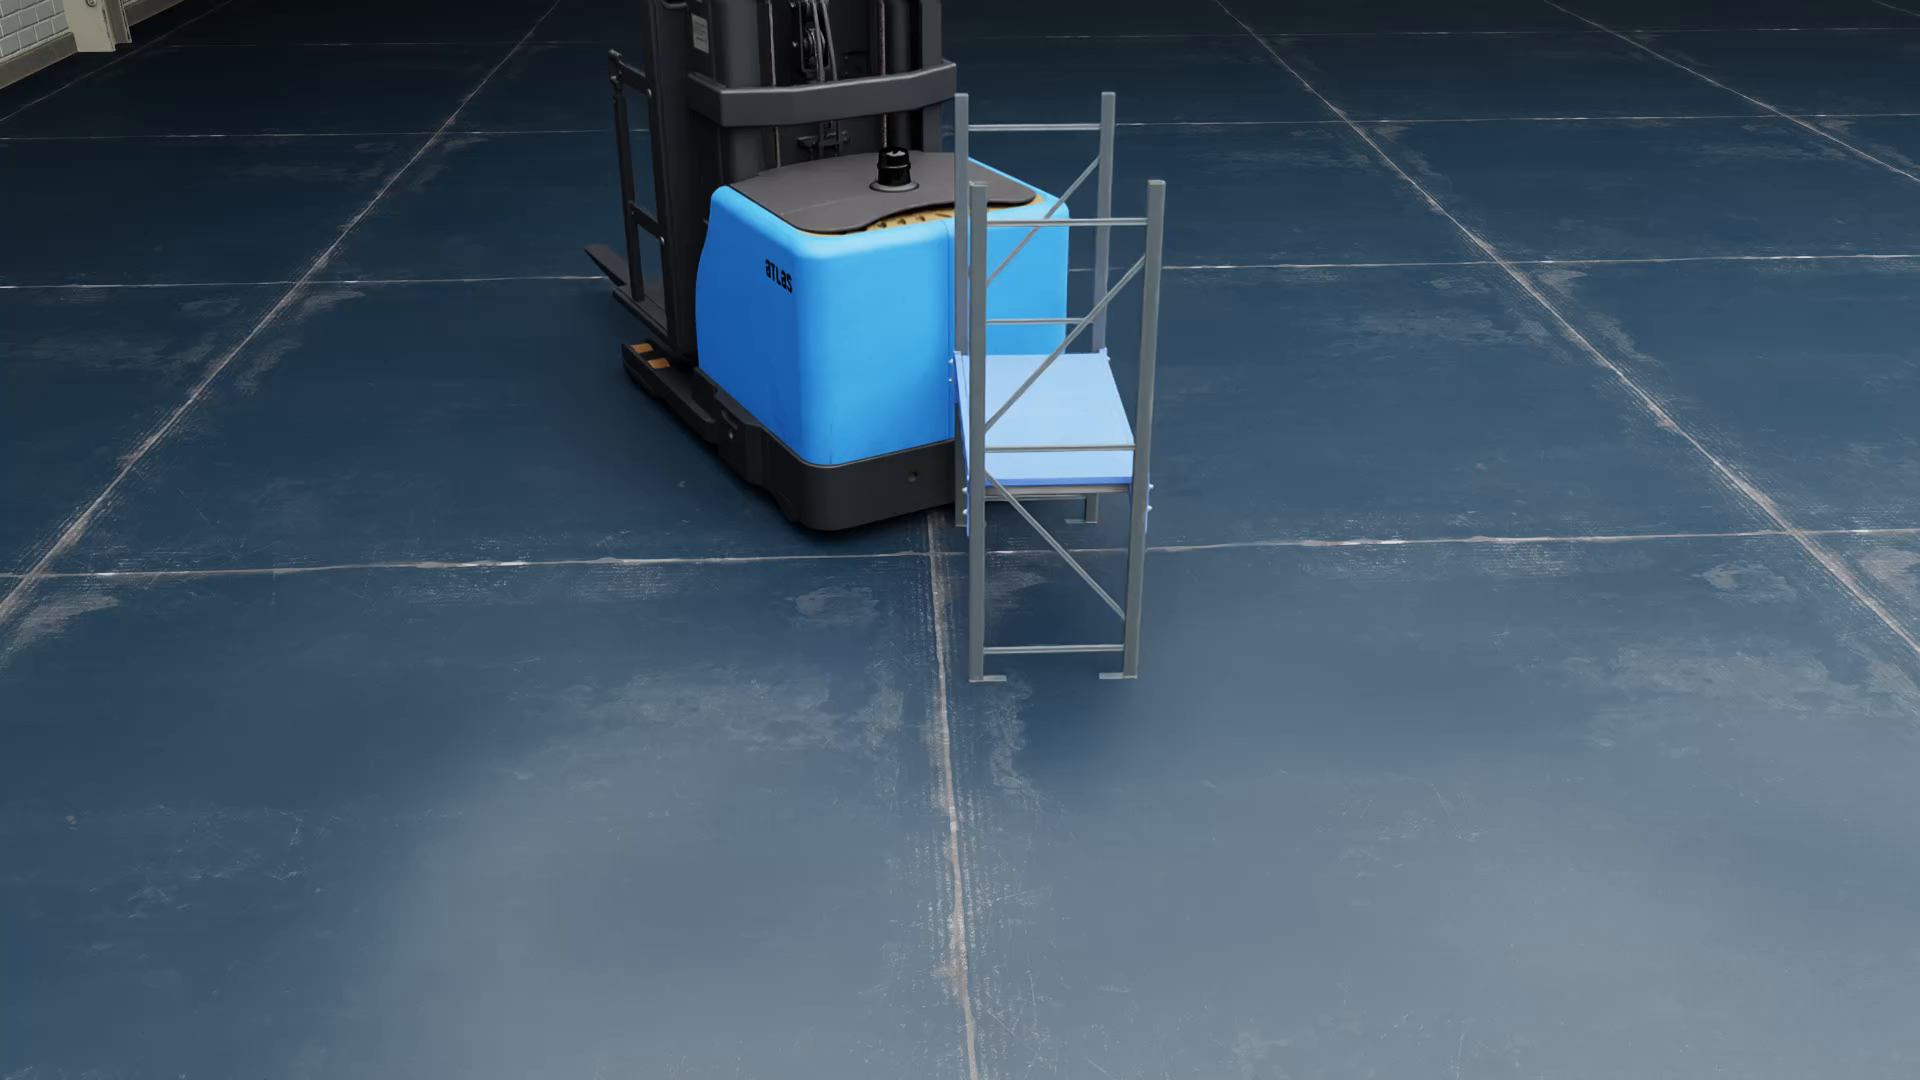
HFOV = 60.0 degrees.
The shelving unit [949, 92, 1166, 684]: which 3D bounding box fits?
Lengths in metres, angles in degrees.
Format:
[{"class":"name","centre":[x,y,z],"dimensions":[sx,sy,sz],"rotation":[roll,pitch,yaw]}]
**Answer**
[{"class":"shelving unit","centre":[0.255,-0.485,5.058],"dimensions":[0.538,1.500,1.048],"rotation":[-1,28,-2]}]

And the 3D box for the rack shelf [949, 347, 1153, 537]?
[{"class":"rack shelf","centre":[0.255,-0.326,5.142],"dimensions":[0.538,0.185,1.000],"rotation":[-1,28,-2]}]

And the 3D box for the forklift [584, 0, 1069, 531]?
[{"class":"forklift","centre":[-0.769,-1.978,6.372],"dimensions":[1.130,2.935,3.031],"rotation":[-14,31,-26]}]

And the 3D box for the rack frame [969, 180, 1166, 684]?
[{"class":"rack frame","centre":[0.276,-0.250,4.608],"dimensions":[0.500,1.500,0.032],"rotation":[-1,28,-2]}]

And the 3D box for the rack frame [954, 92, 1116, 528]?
[{"class":"rack frame","centre":[0.233,-0.720,5.509],"dimensions":[0.500,1.500,0.032],"rotation":[-1,28,-2]}]

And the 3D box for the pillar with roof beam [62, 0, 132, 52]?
[{"class":"pillar with roof beam","centre":[-2.573,-8.051,11.455],"dimensions":[9.100,9.000,0.400],"rotation":[-1,28,-3]}]
